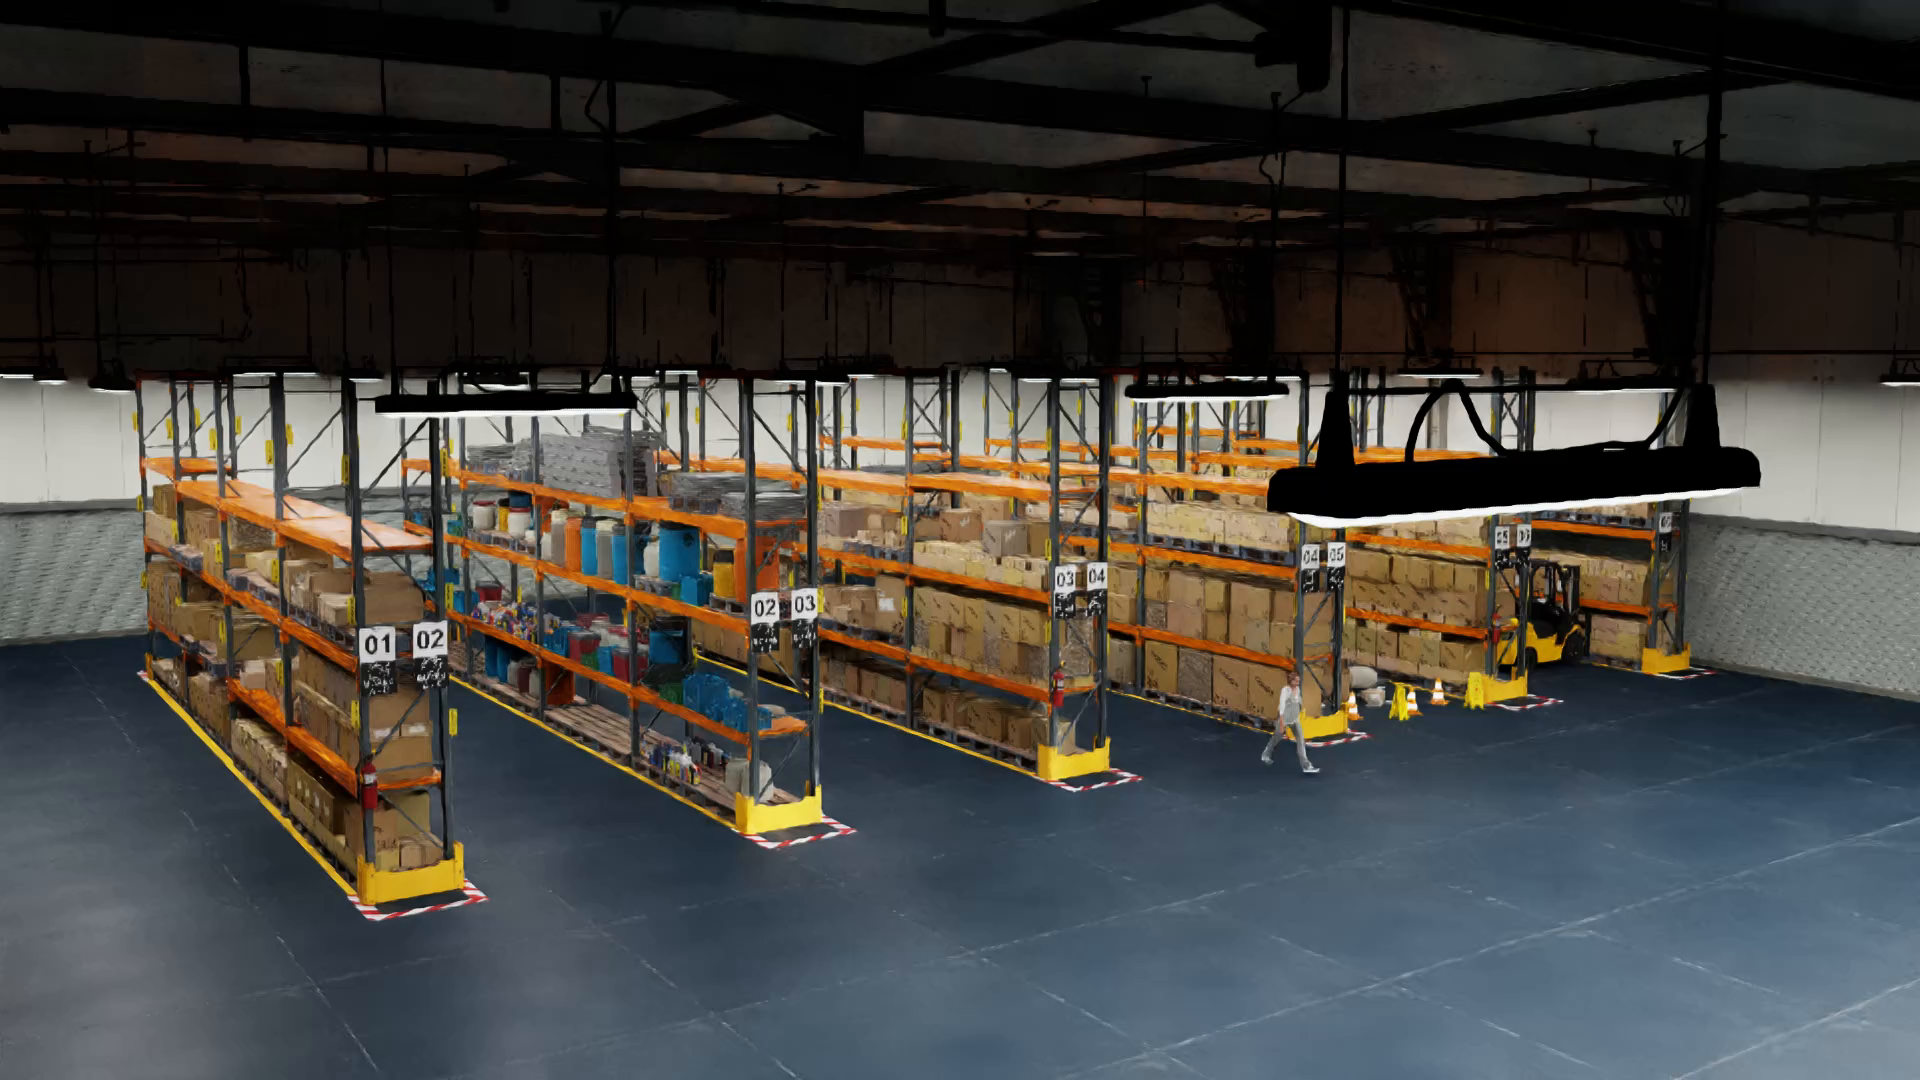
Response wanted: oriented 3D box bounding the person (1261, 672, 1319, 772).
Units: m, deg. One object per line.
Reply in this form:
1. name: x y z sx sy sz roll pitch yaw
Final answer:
1. person: 4.973 2.727 25.177 0.417 1.517 1.036 -4 8 -31

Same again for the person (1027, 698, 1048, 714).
1. person: 1.405 2.325 27.901 0.603 1.725 1.110 -4 8 -34
